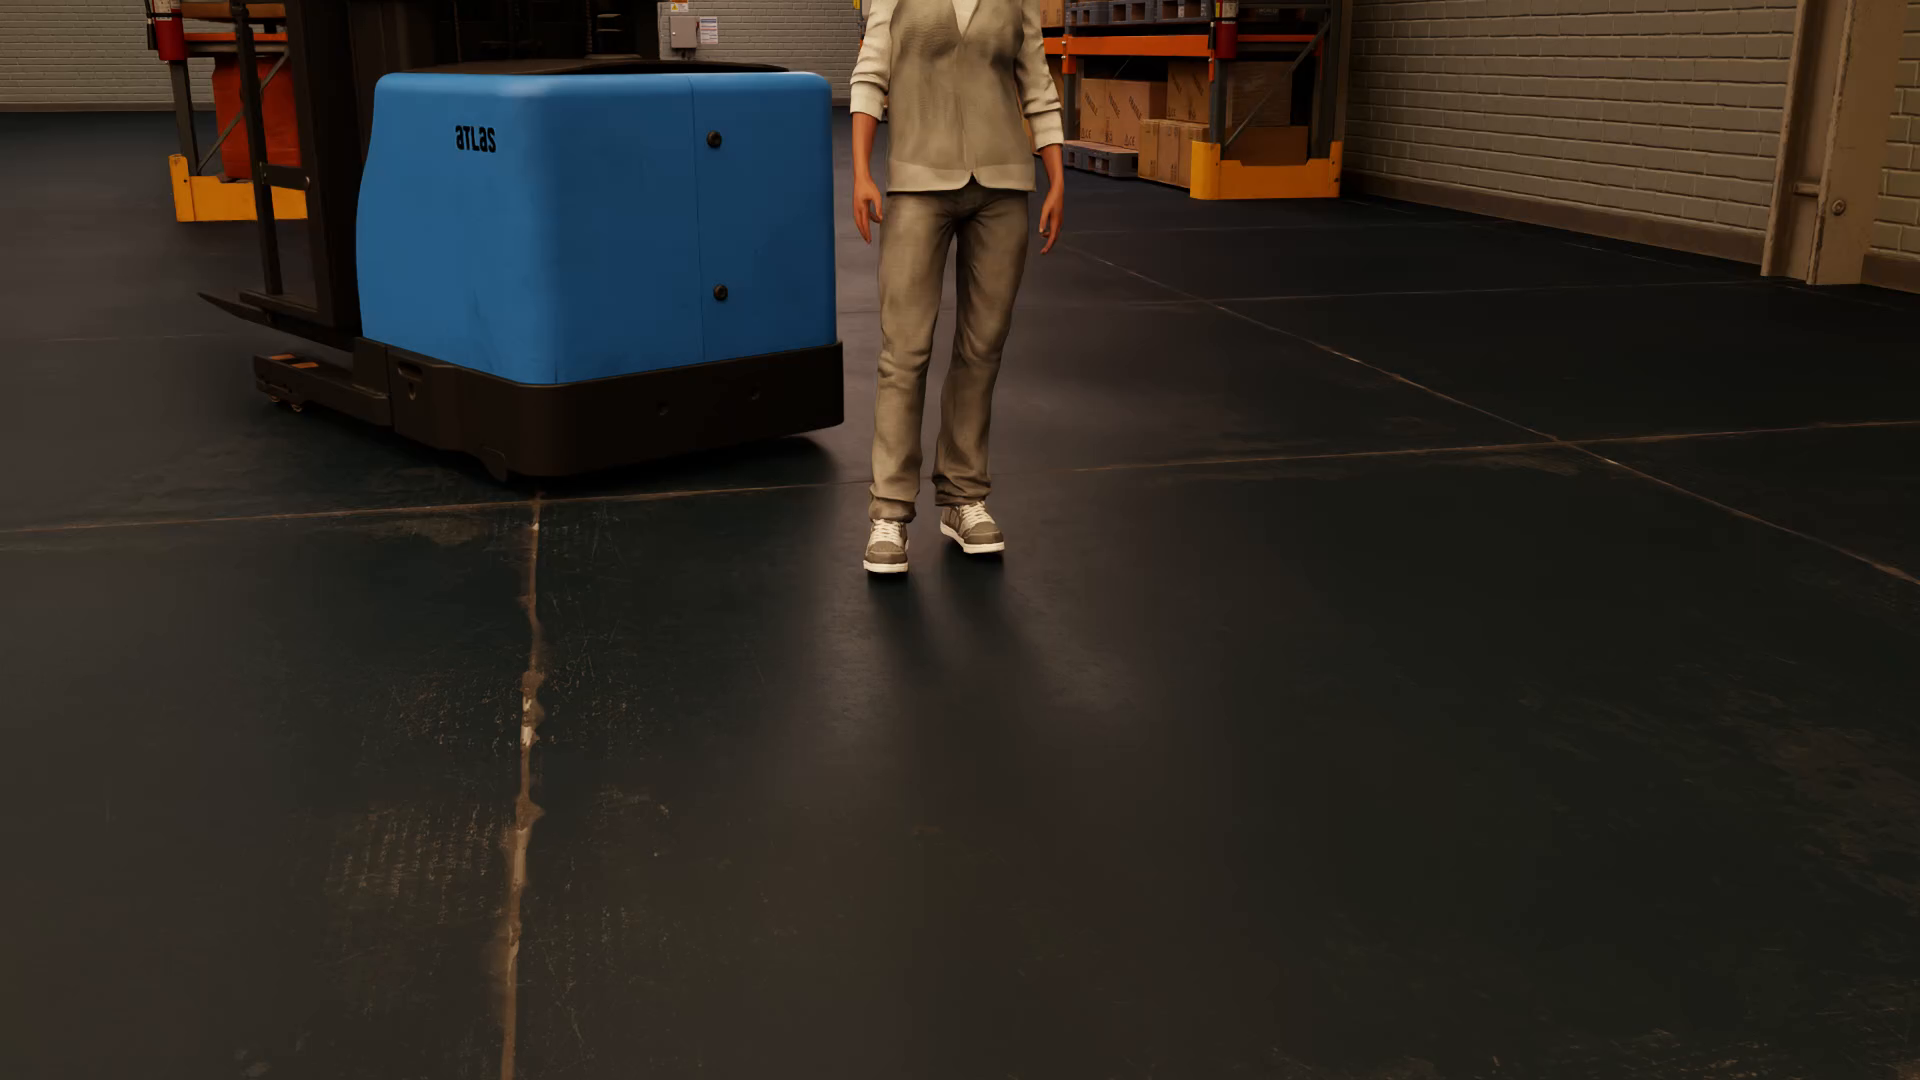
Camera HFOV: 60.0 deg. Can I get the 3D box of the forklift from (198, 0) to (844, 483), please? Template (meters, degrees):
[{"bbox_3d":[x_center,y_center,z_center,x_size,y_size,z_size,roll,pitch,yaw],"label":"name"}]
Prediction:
[{"bbox_3d":[-1.708,-1.905,5.284,1.130,2.935,3.031,-15,22,-40],"label":"forklift"}]

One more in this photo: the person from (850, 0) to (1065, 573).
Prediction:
[{"bbox_3d":[0.003,-0.751,3.715,0.521,1.596,0.475,-4,17,-12],"label":"person"}]
